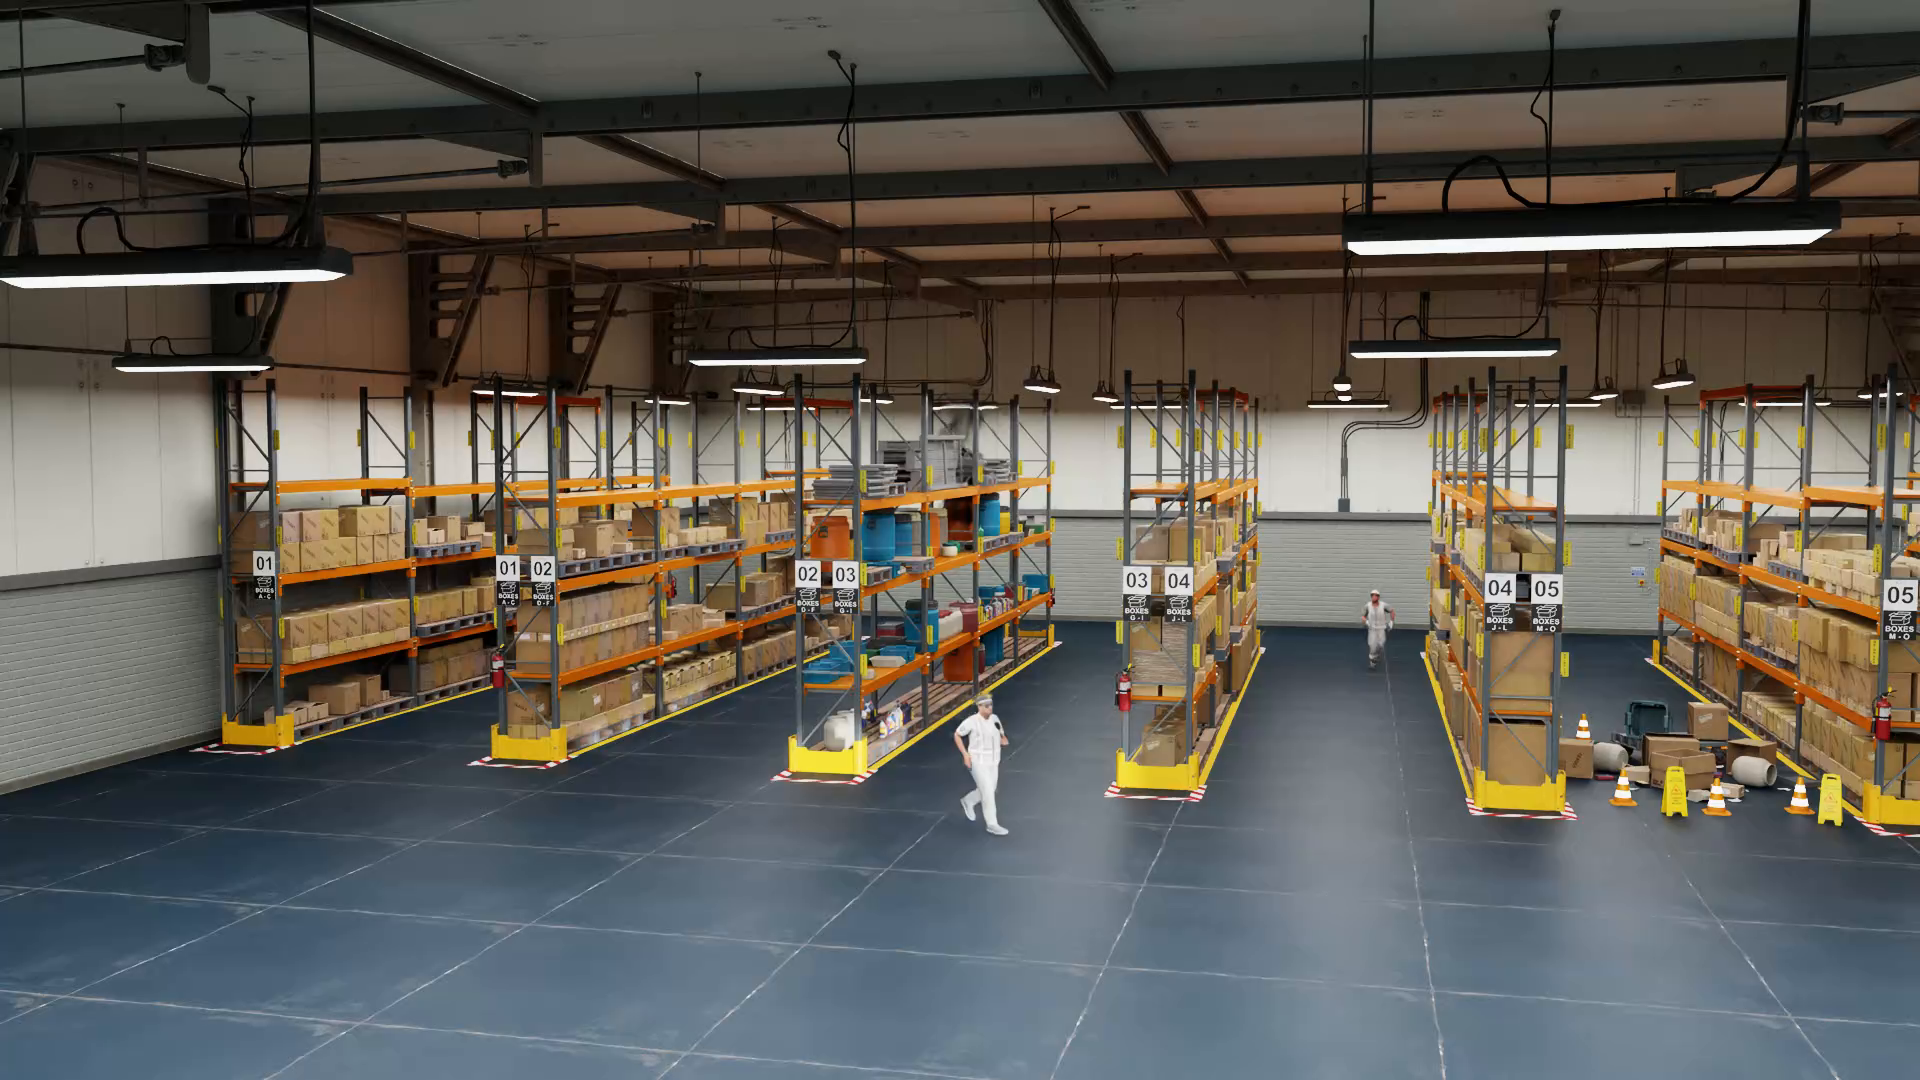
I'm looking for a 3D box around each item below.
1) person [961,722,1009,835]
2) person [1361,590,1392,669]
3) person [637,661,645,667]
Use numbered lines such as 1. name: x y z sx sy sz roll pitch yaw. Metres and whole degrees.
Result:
1. person: 0.288 3.011 21.278 0.440 1.386 0.940 -3 5 -42
2. person: 9.099 1.950 36.339 0.643 1.736 0.469 1 4 17
3. person: -6.934 2.696 35.459 0.230 0.359 0.992 0 3 2
